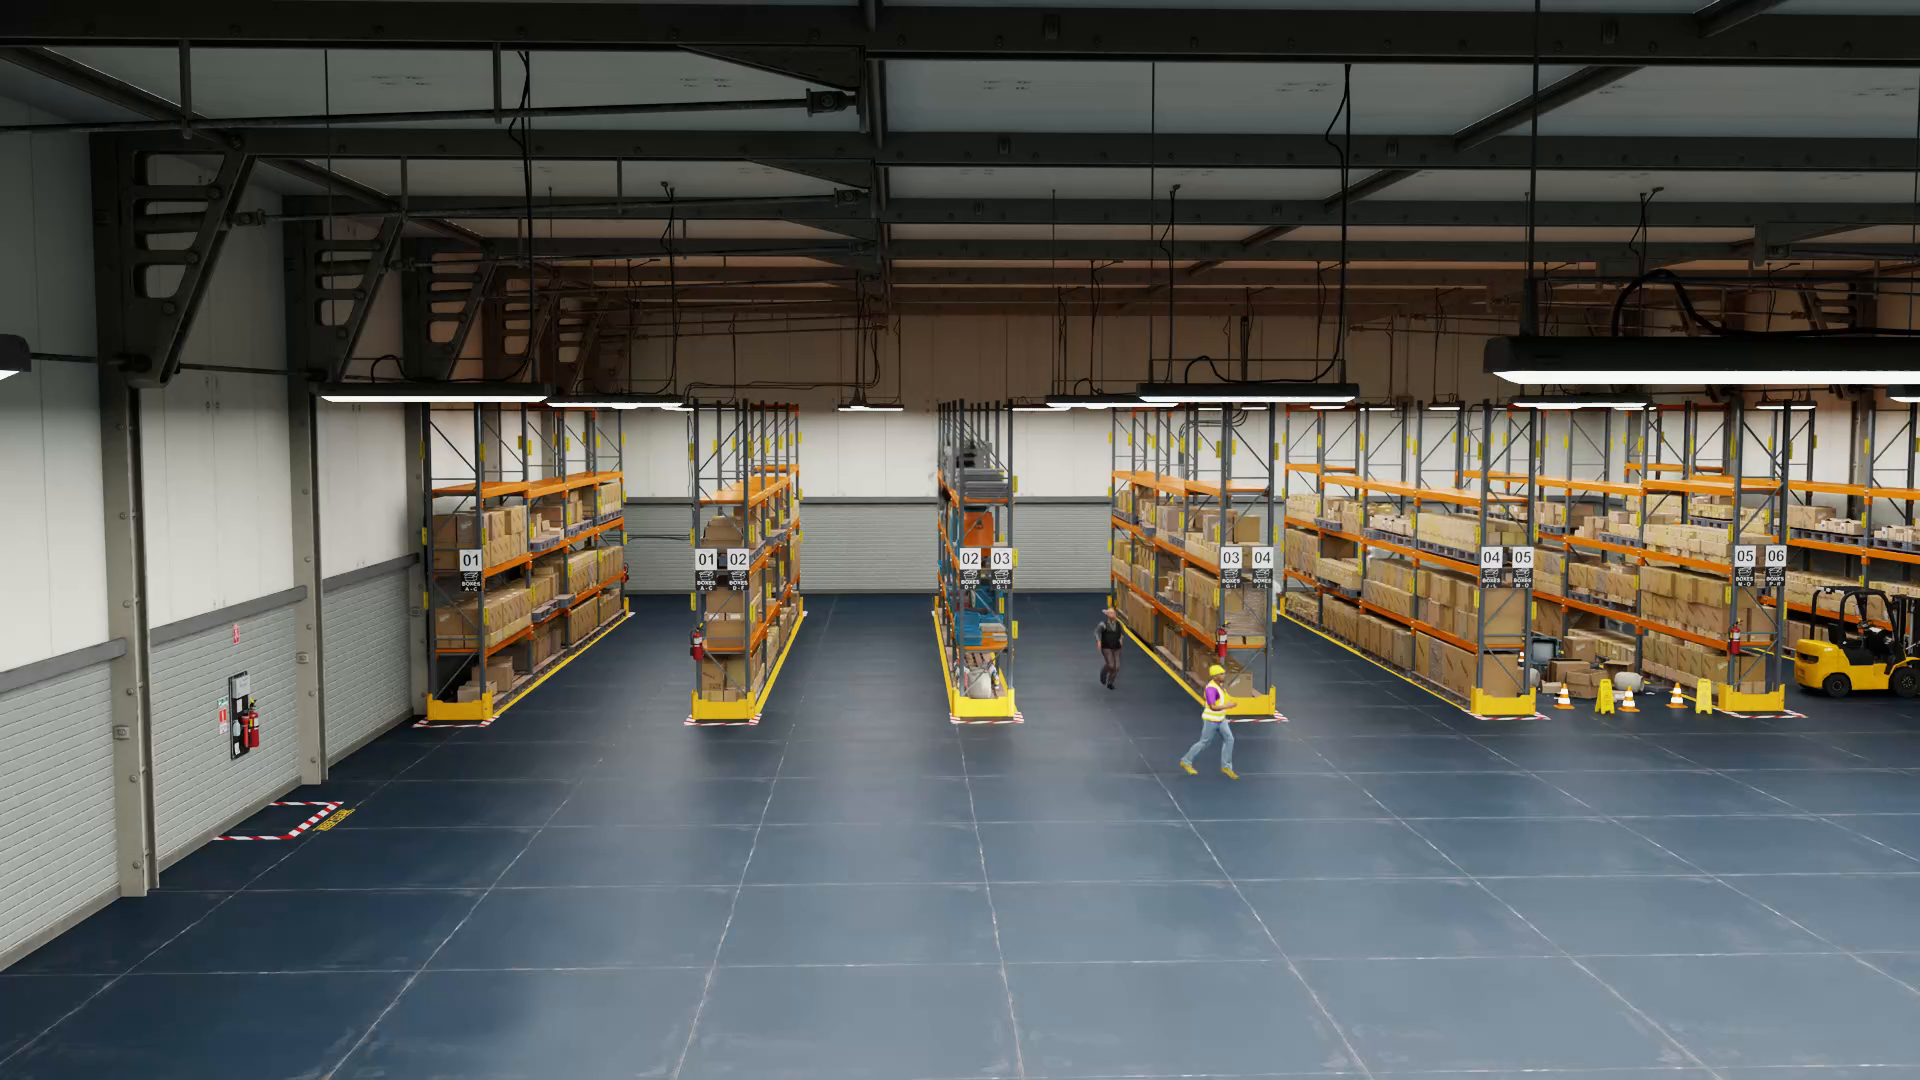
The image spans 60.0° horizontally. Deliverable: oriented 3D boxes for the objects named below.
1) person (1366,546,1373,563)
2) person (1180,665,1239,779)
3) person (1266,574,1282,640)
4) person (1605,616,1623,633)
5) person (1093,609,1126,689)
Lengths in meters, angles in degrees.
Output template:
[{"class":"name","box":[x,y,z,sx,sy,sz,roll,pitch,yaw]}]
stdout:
[{"class":"person","box":[12.062,1.080,49.174,0.859,1.832,0.655,0,4,-4]},{"class":"person","box":[3.950,2.856,26.159,0.911,1.812,0.711,2,5,26]},{"class":"person","box":[7.848,1.644,42.232,0.714,1.744,0.901,-1,4,-10]},{"class":"person","box":[16.650,1.636,42.537,0.663,1.761,0.733,-1,4,-8]},{"class":"person","box":[3.145,2.266,34.483,0.658,1.681,0.570,-1,5,-18]}]
